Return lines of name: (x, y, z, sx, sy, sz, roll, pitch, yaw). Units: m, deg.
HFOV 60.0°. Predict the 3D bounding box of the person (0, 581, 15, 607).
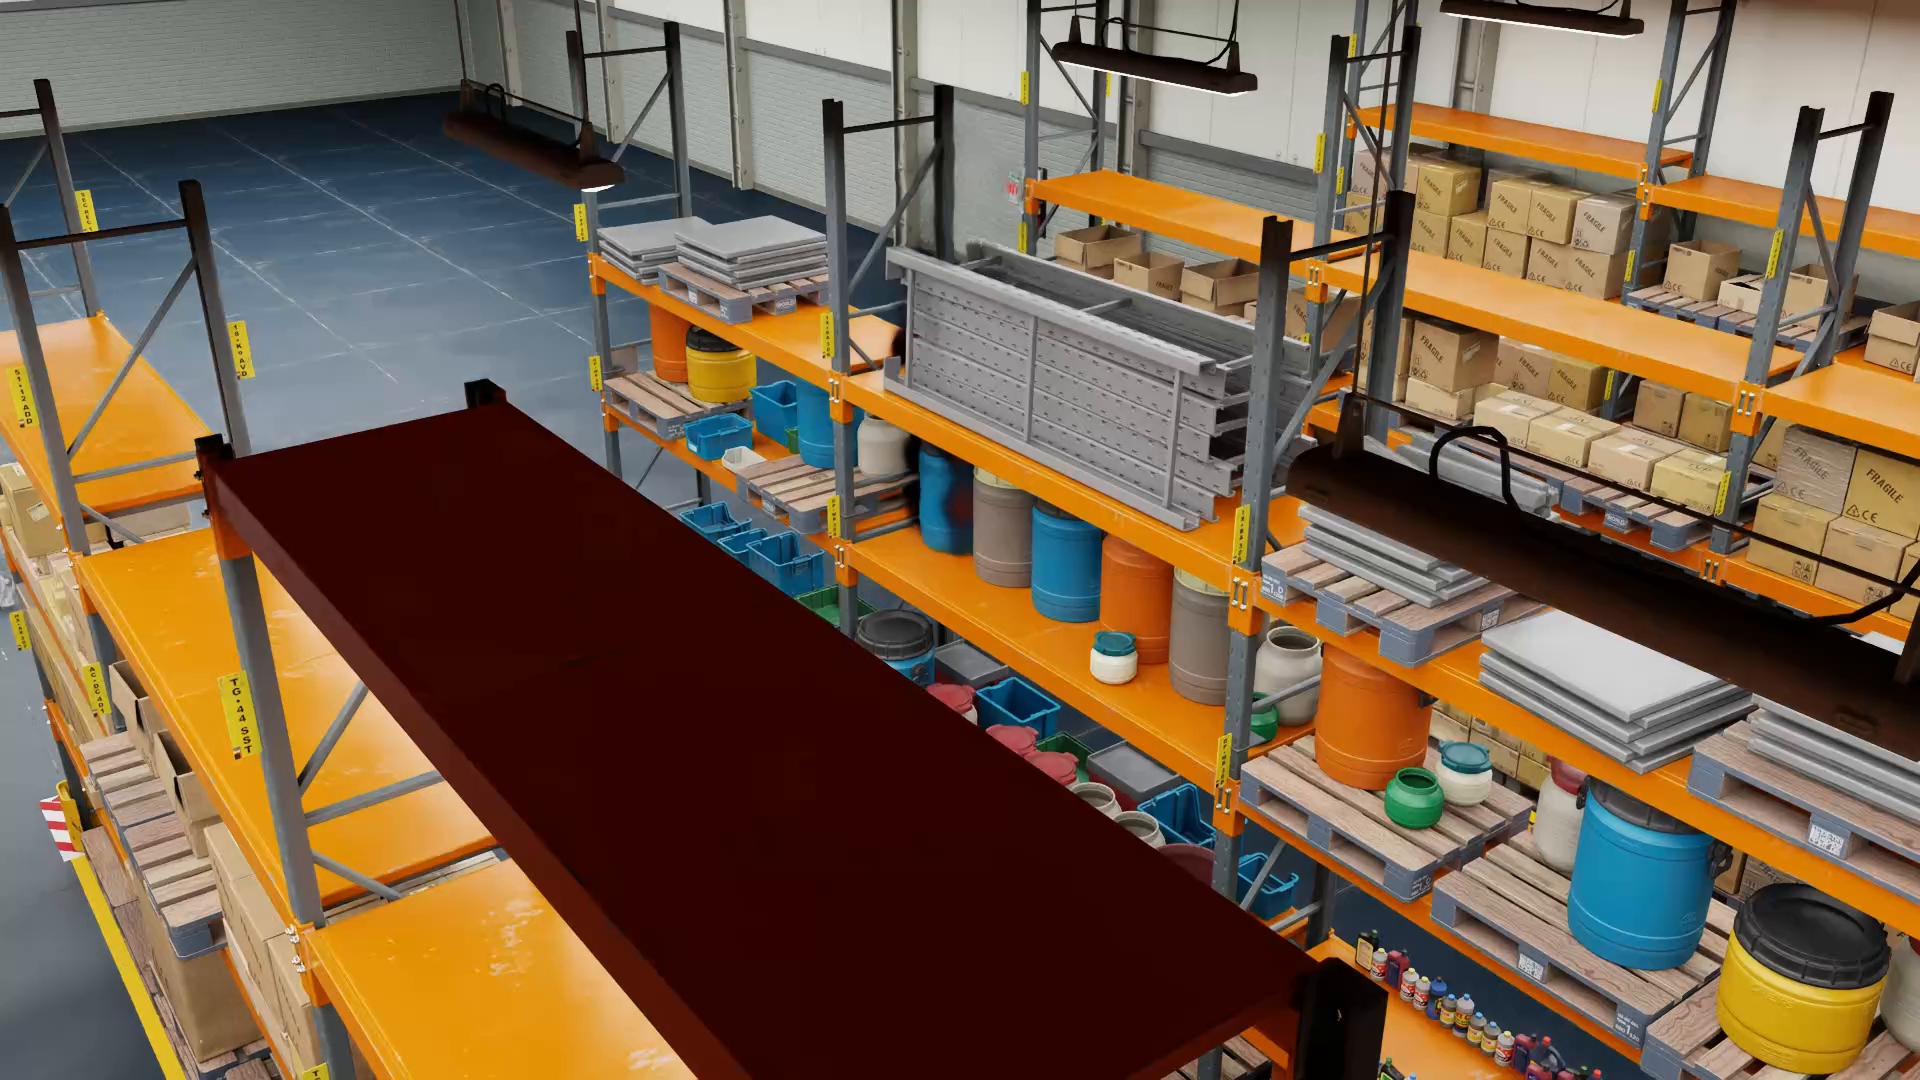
person: (-10.249, -0.077, 17.054, 0.655, 1.735, 0.682, -3, 25, -7)
